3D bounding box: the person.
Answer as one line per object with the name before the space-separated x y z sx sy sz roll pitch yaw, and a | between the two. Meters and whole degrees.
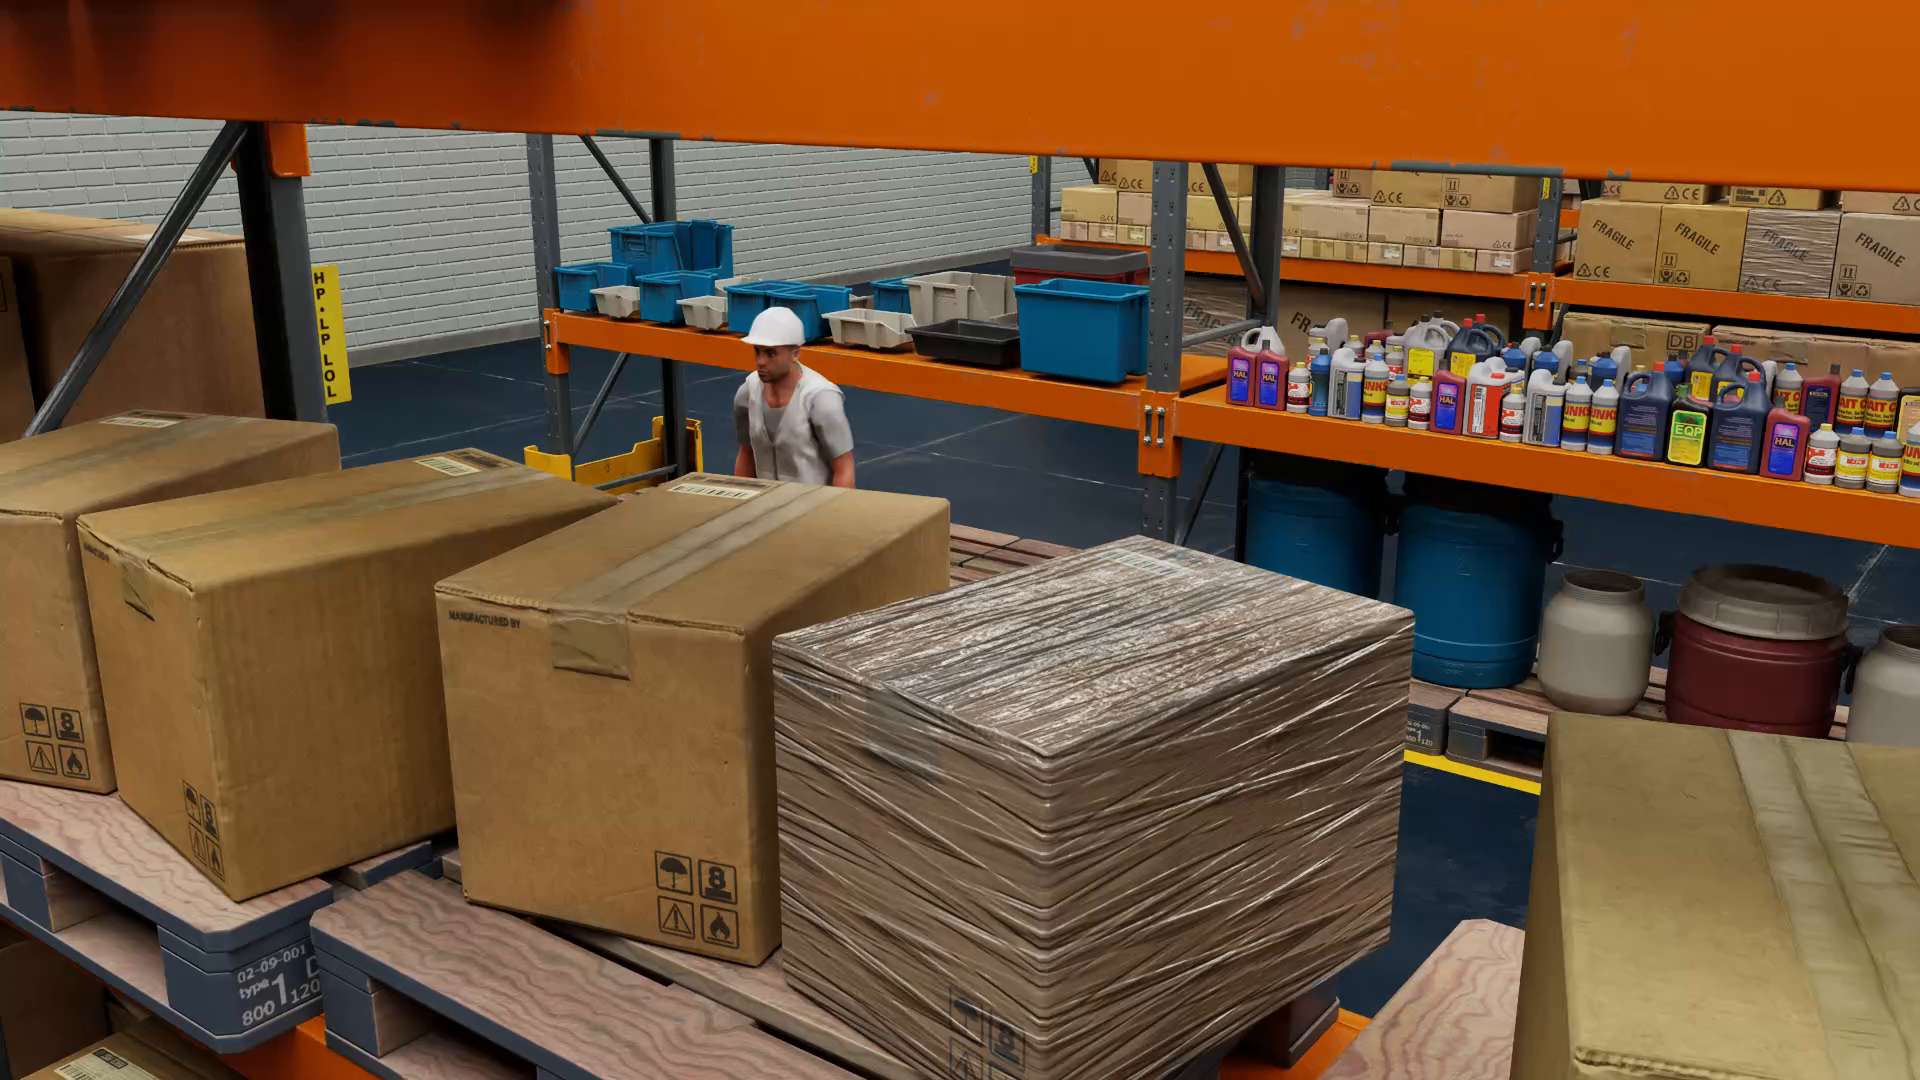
person | -0.693 -0.060 6.712 0.623 1.780 0.447 11 20 33
